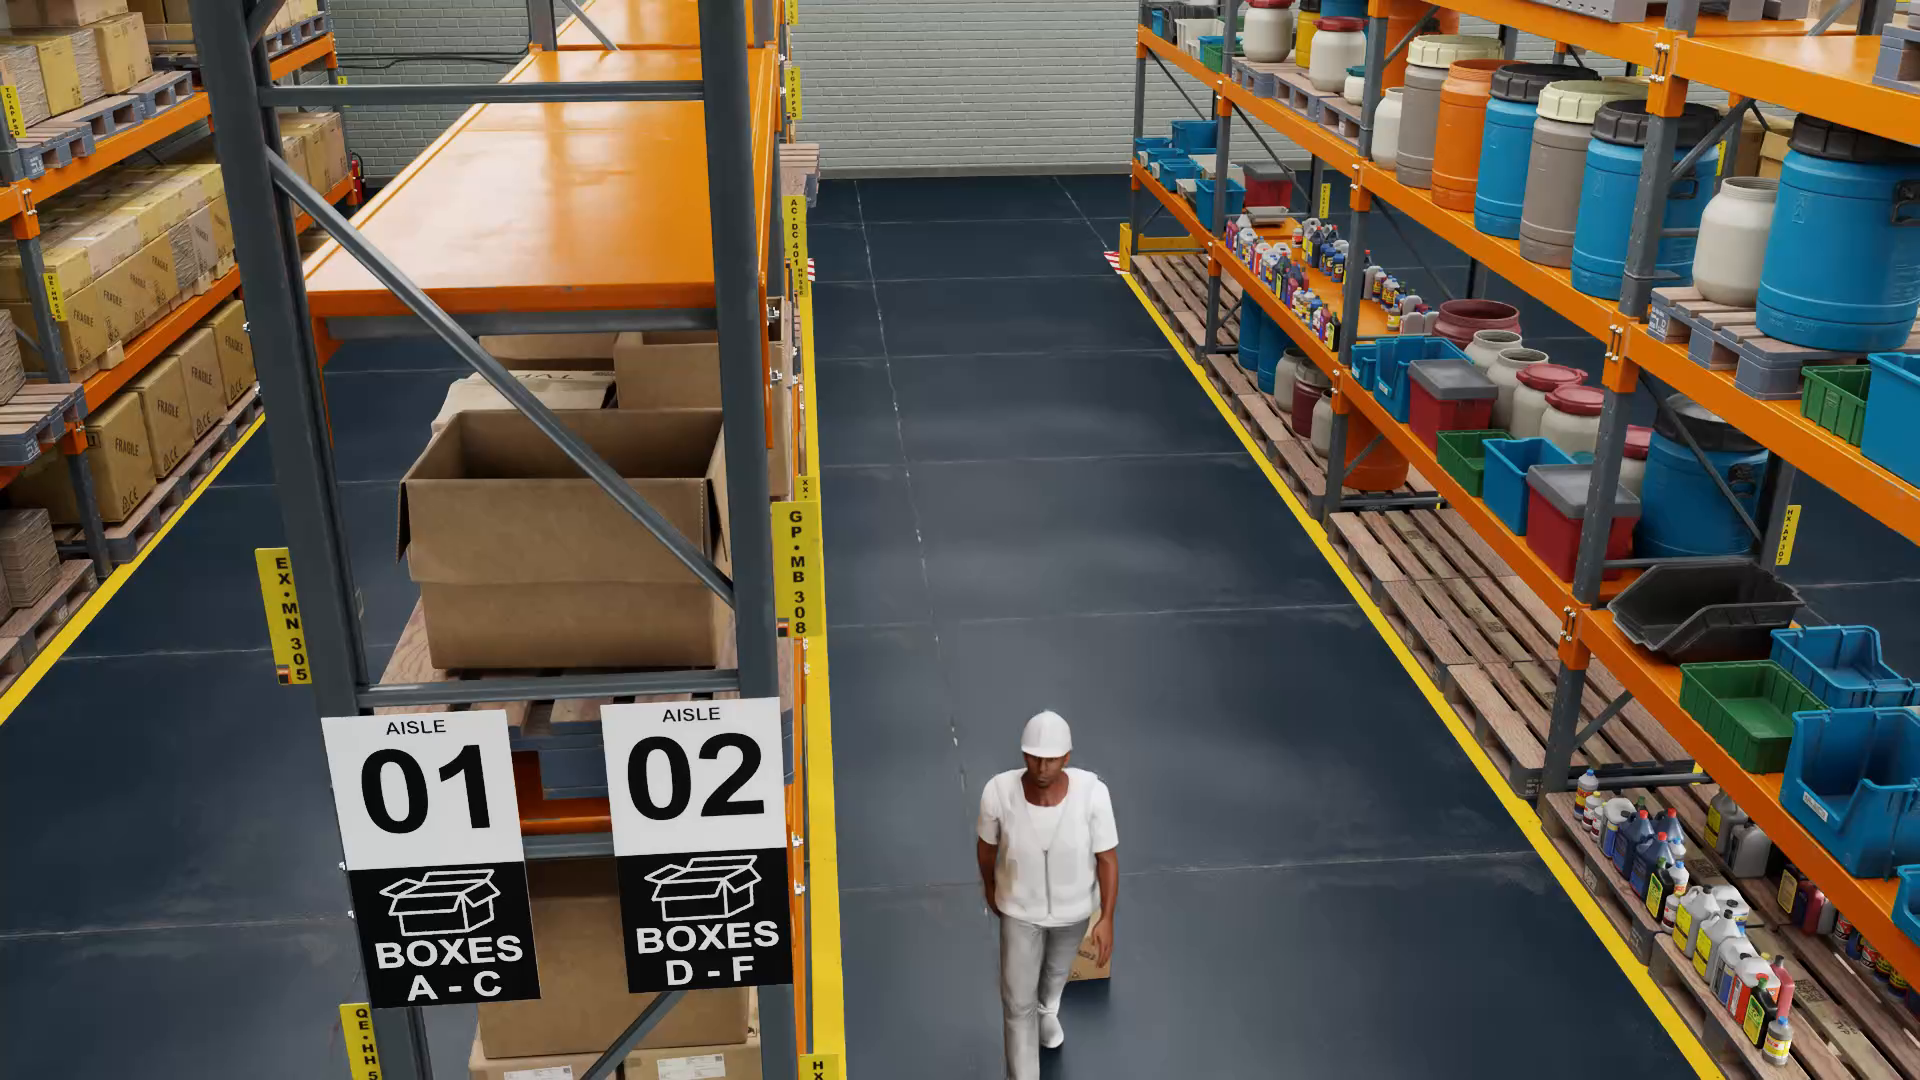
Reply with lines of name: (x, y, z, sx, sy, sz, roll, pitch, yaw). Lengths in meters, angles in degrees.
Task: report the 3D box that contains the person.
person: (0.361, 1.528, 6.750, 0.566, 1.709, 1.004, -1, 24, -2)
